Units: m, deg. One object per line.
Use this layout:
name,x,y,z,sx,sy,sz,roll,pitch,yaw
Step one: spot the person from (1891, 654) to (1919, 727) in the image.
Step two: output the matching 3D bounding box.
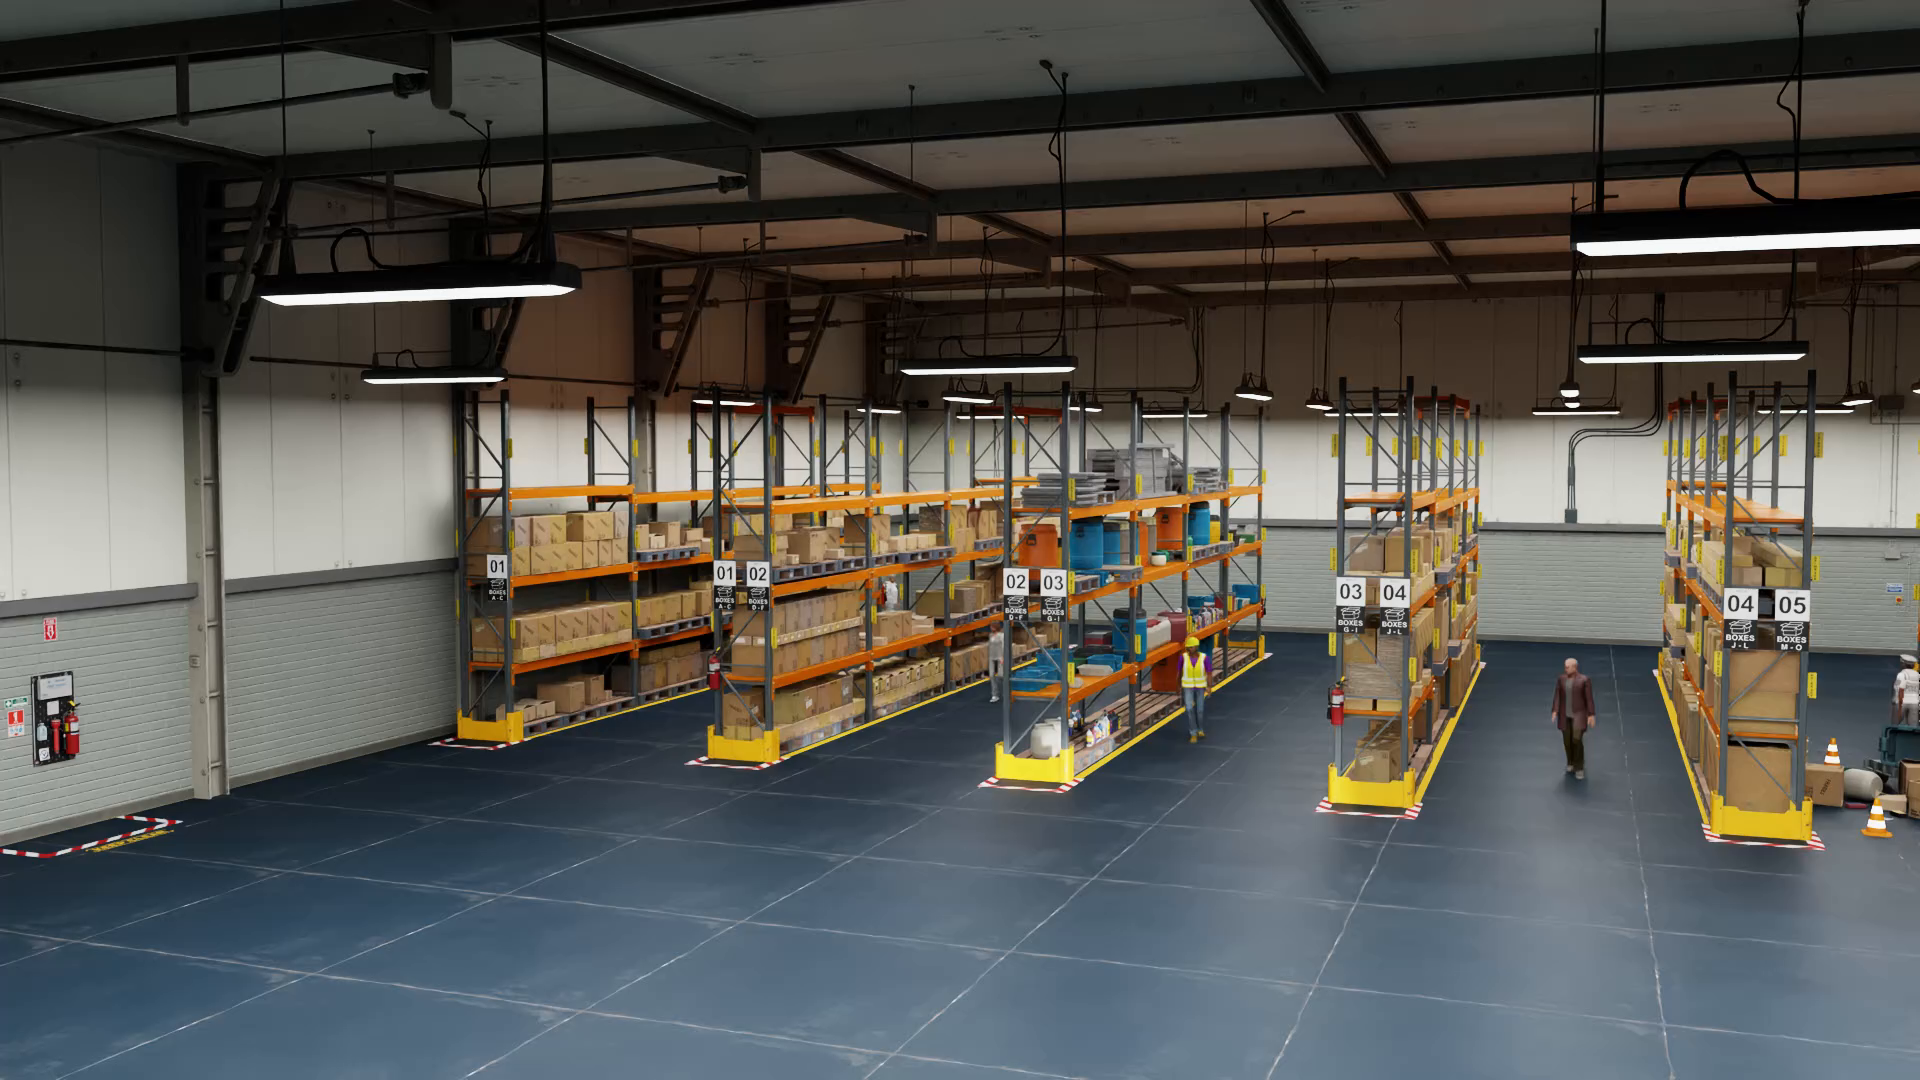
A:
person,15.270,2.714,26.800,0.452,1.724,0.612,1,3,11

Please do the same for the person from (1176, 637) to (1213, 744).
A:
person,4.024,2.575,28.525,0.606,1.817,0.717,0,3,5

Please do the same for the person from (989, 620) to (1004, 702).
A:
person,0.744,2.445,32.973,0.452,1.495,0.533,2,4,34

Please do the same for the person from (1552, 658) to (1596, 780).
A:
person,9.388,2.736,25.499,0.573,1.850,0.633,-3,4,-42

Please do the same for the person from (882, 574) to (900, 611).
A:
person,-1.863,1.723,44.512,0.481,1.681,0.486,2,4,28
